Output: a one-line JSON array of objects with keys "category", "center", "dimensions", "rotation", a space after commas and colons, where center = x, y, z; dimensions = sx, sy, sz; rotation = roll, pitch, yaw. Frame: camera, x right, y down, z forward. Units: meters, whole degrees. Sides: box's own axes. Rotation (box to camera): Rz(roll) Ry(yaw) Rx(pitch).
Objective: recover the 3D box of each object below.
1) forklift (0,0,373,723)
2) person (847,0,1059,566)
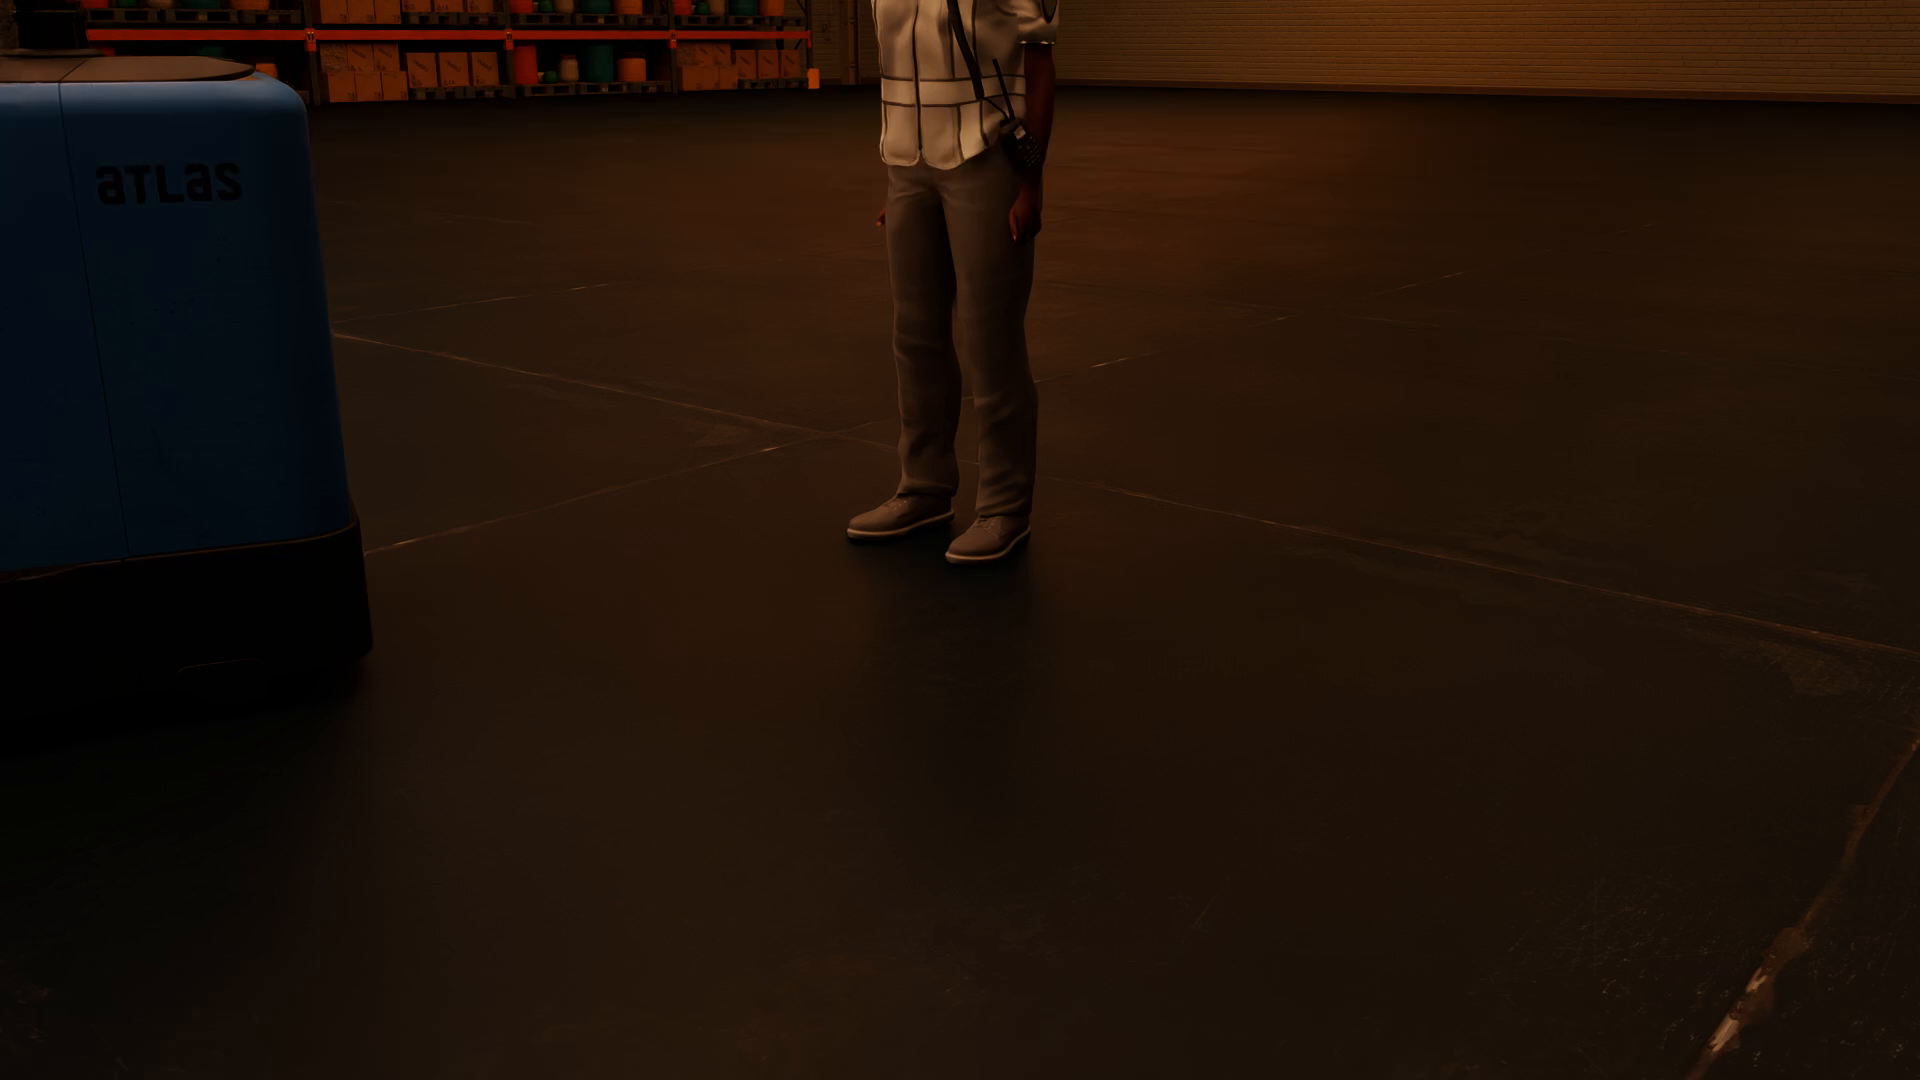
[{"category": "forklift", "center": [-2.638, -1.075, 2.436], "dimensions": [3.031, 2.935, 1.130], "rotation": [-7, 18, -23]}, {"category": "person", "center": [-0.010, -0.806, 3.692], "dimensions": [0.451, 1.694, 0.348], "rotation": [13, 21, 37]}]
